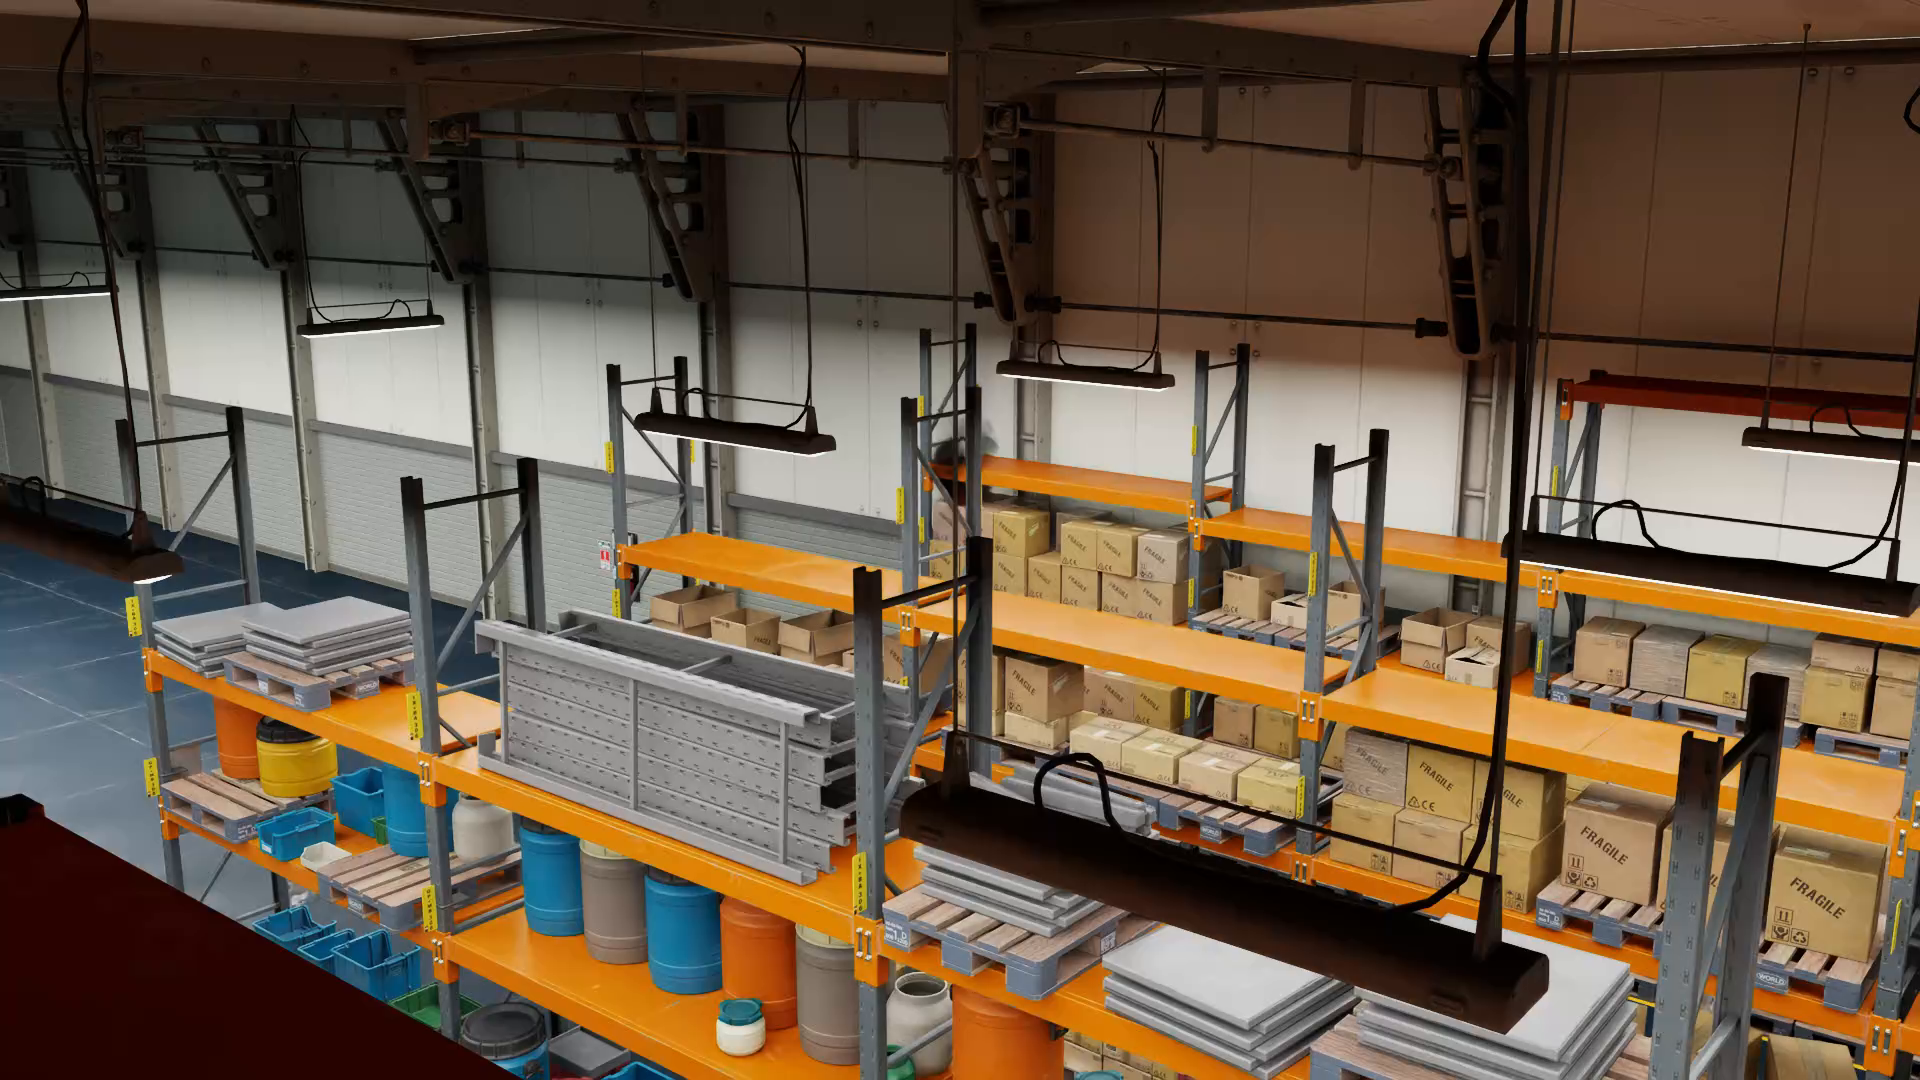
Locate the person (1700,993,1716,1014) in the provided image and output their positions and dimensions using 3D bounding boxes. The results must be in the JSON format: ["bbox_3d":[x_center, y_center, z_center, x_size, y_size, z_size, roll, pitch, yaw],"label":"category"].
[{"bbox_3d":[6.311,4.138,14.118,0.575,1.660,0.558,6,14,24],"label":"person"}]

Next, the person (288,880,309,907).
[{"bbox_3d":[-7.085,3.230,18.252,0.793,1.706,0.541,-5,13,-20],"label":"person"}]
